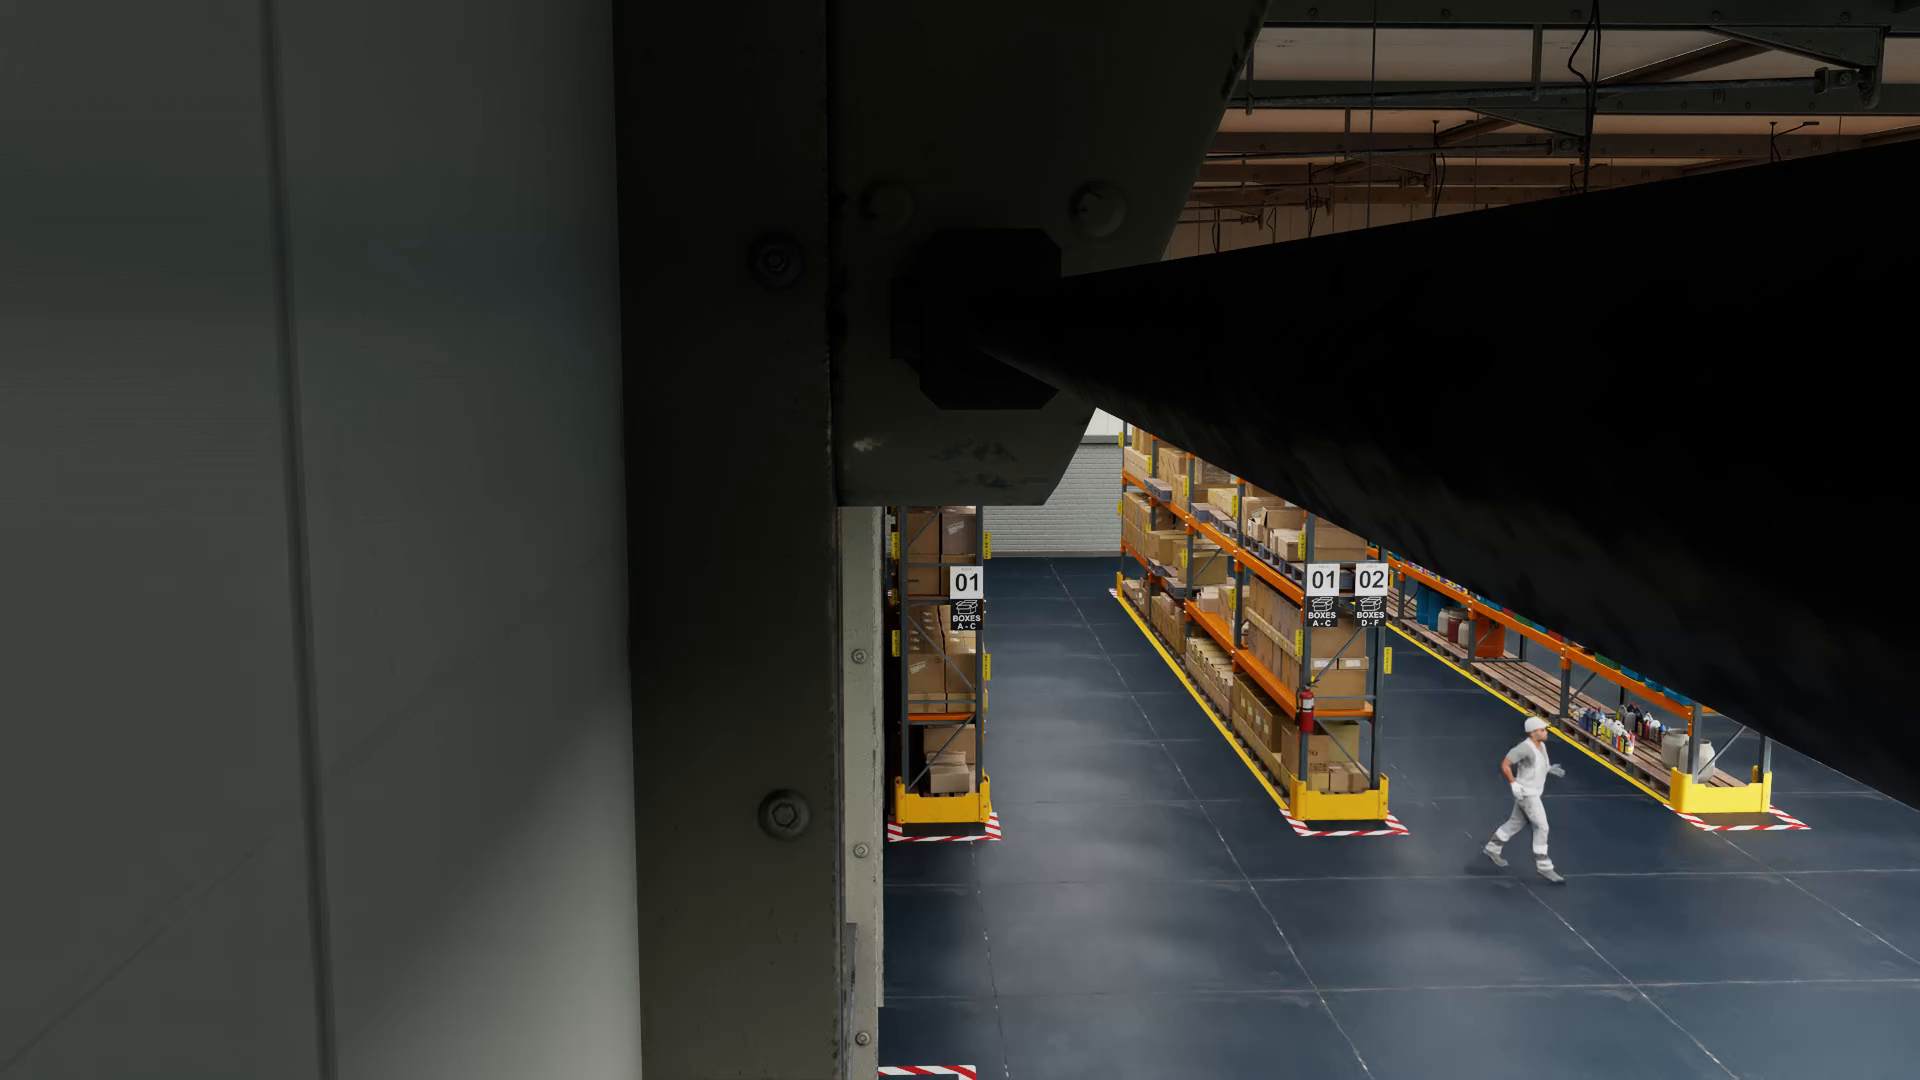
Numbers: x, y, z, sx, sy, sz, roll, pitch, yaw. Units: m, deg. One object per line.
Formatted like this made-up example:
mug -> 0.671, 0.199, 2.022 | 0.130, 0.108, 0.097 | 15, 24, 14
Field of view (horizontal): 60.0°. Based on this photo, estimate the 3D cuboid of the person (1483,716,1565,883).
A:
person -> 6.310, 2.830, 18.491 | 0.913, 1.803, 0.640 | 4, 9, 28
